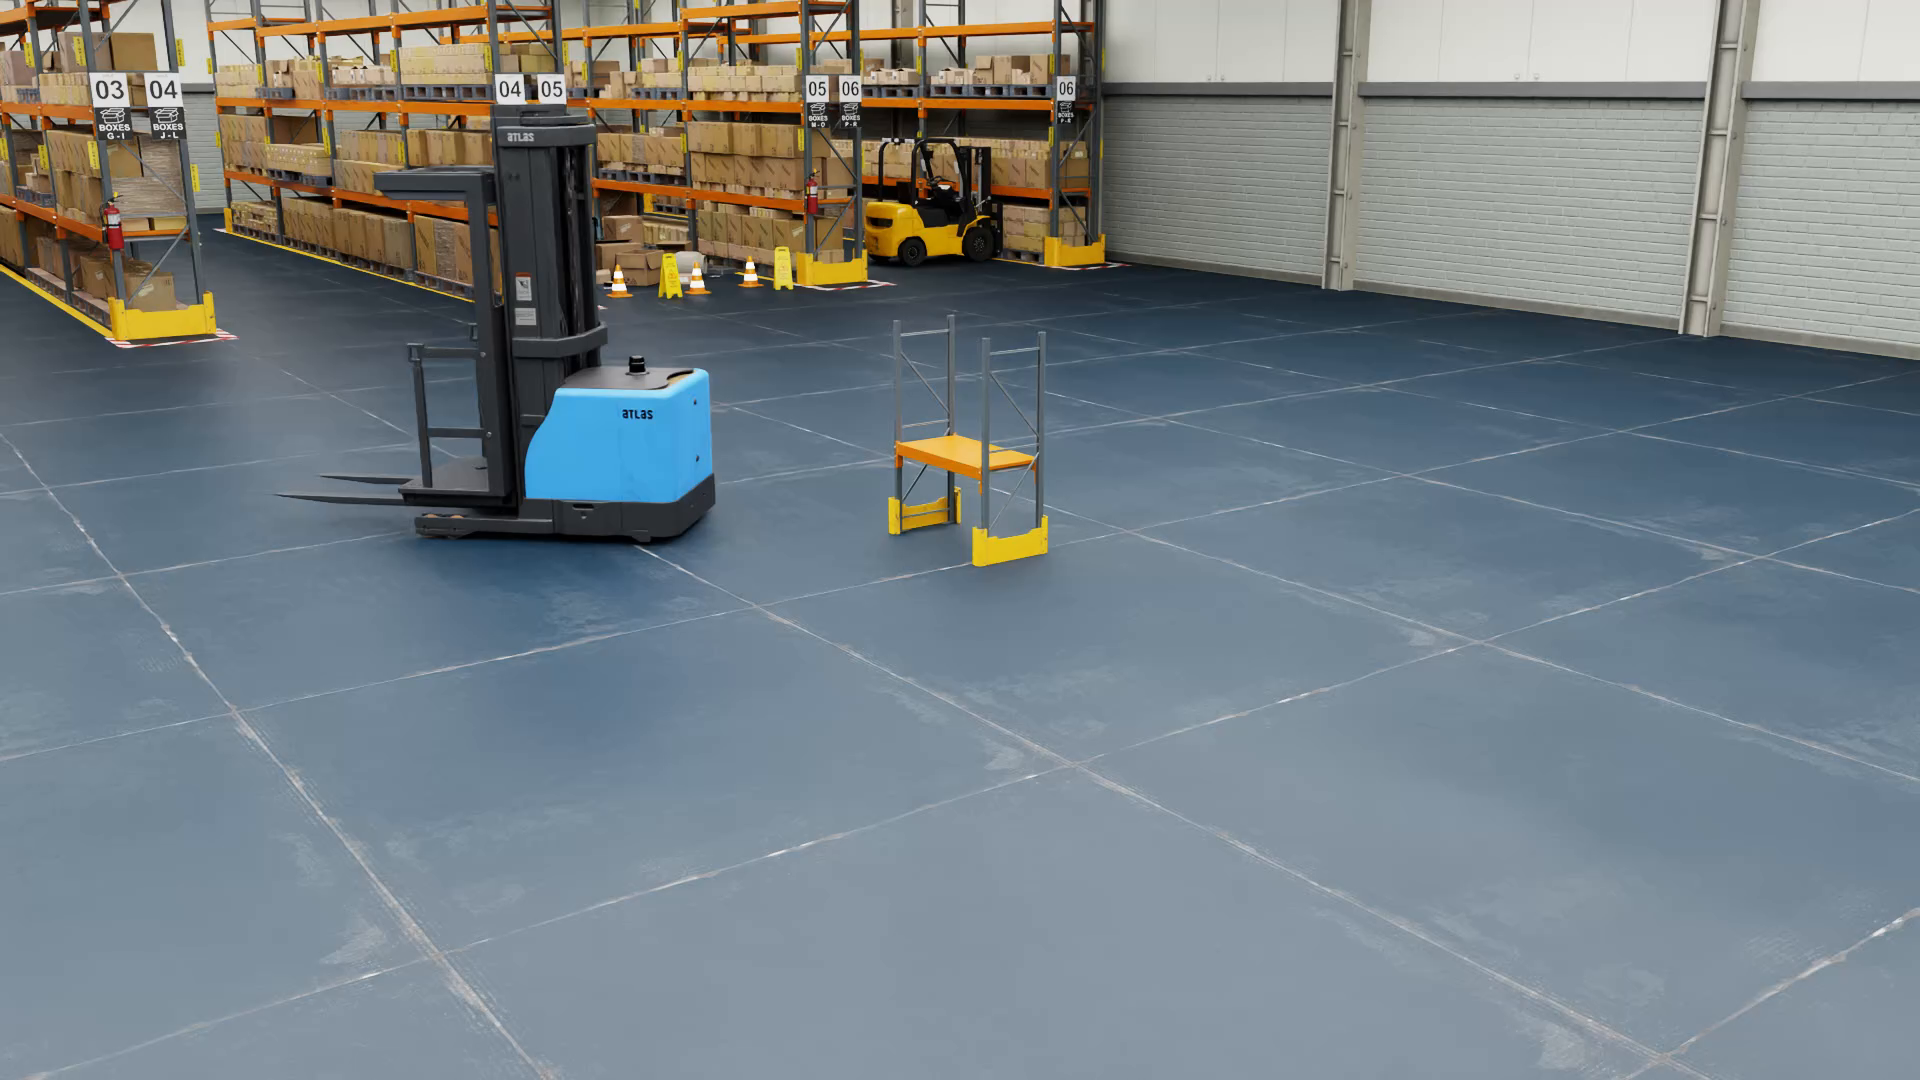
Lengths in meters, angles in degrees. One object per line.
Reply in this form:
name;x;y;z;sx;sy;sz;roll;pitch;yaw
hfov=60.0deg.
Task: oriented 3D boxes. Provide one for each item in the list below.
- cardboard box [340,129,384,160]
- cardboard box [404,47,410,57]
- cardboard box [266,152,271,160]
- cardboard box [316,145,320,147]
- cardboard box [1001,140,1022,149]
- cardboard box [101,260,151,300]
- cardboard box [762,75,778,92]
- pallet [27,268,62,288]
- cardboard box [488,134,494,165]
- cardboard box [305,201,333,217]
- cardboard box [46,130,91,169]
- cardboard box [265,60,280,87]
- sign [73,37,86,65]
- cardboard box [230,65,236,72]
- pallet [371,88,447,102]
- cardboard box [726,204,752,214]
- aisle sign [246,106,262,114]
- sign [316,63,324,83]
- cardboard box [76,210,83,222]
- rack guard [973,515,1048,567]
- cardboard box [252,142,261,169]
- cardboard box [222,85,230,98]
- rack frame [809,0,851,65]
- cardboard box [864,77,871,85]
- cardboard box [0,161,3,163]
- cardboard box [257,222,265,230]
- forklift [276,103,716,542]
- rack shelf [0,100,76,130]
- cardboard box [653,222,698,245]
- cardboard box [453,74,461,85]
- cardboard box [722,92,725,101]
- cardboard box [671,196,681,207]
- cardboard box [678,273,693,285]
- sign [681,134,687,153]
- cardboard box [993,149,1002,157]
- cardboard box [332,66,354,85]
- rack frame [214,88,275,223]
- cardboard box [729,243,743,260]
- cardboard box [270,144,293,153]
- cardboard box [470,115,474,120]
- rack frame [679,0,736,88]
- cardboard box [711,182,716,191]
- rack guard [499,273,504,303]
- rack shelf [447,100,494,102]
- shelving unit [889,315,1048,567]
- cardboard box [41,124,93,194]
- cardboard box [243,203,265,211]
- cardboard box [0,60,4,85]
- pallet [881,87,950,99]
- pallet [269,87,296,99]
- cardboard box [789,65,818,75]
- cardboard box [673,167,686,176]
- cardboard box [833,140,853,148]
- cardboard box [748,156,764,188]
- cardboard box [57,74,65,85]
cardboard box;-10.390;-6.915;29.074;0.700;0.500;0.500;-11;19;-35
cardboard box;-8.204;-7.403;25.242;0.380;0.149;0.250;-11;19;-35
cardboard box;-13.138;-7.405;32.066;0.380;0.149;0.250;-11;18;-34
cardboard box;-11.999;-7.427;31.582;0.380;0.149;0.250;-12;19;-36
cardboard box;0.959;-7.085;29.800;0.380;0.149;0.250;-10;18;-33
cardboard box;-11.391;-3.543;22.778;0.500;0.500;0.500;-13;20;-39
cardboard box;-2.800;-7.258;26.452;0.500;0.250;0.500;-11;19;-35
pallet;-14.259;-4.221;26.599;1.003;0.211;1.213;-11;19;-35
cardboard box;-6.129;-5.452;23.483;0.875;0.550;0.550;-11;19;-35
cardboard box;-11.852;-6.163;30.929;0.500;0.250;0.500;-10;18;-33
cardboard box;-12.307;-5.417;23.041;0.500;0.500;0.500;-11;19;-35
cardboard box;-12.864;-8.935;31.873;0.700;0.500;0.500;-11;19;-34
sign;-10.474;-5.817;19.788;0.100;0.325;0.005;-11;19;-35
cardboard box;-14.650;-9.605;33.887;0.380;0.149;0.250;-10;18;-33
pallet;-8.873;-7.170;26.771;0.805;0.209;1.217;-12;19;-37
cardboard box;-3.732;-5.598;28.110;0.380;0.149;0.250;-10;18;-31
aisle sign;-15.150;-9.506;35.701;0.394;0.787;0.004;-11;19;-35
sign;-11.086;-8.094;28.805;0.100;0.325;0.005;-11;19;-35
cardboard box;-11.590;-4.347;22.253;0.380;0.149;0.250;-11;19;-35
rack guard;0.338;0.002;11.095;0.587;0.250;0.087;-11;19;-35
cardboard box;-13.815;-7.698;33.266;0.500;0.500;0.500;-11;19;-36
cardboard box;-14.986;-9.316;34.532;0.500;0.250;0.500;-10;18;-33
rack frame;-2.689;-10.936;34.487;1.000;3.000;0.127;-11;19;-35
cardboard box;-1.682;-9.117;33.014;0.380;0.149;0.250;-11;19;-35
cardboard box;-16.103;-6.175;28.266;0.500;0.500;0.500;-10;18;-33
cardboard box;-14.113;-6.415;33.937;0.380;0.149;0.250;-11;19;-35
forklift;-3.364;-1.554;11.702;3.031;2.935;1.130;2;15;8
rack shelf;-13.542;-6.406;24.980;1.077;0.370;4.000;-11;19;-35
cardboard box;-5.085;-5.617;30.599;0.950;0.372;0.625;-10;18;-31
cardboard box;-7.011;-6.585;23.764;0.380;0.149;0.250;-11;19;-35
cardboard box;-3.758;-7.419;27.796;0.380;0.149;0.250;-12;19;-36
cardboard box;-6.638;-8.414;40.575;0.700;0.500;0.500;-10;18;-32
cardboard box;-4.402;-4.154;26.473;0.380;0.149;0.250;-2;15;-6
sign;-4.796;-6.889;28.870;0.100;0.325;0.005;-11;19;-35
cardboard box;0.811;-6.996;30.037;0.380;0.149;0.250;-11;19;-34
cardboard box;-10.398;-7.947;28.433;0.500;0.311;0.500;-11;19;-34
rack frame;-15.350;-8.190;35.817;1.000;3.000;0.127;-11;19;-35
cardboard box;-3.584;-4.901;28.212;0.500;0.250;0.500;-11;19;-35
cardboard box;-12.969;-7.490;31.813;0.380;0.149;0.250;-10;18;-33
cardboard box;-10.670;-9.425;37.017;0.380;0.149;0.250;-11;19;-34
rack frame;-4.350;-9.311;28.549;1.000;3.000;0.127;-11;19;-35
cardboard box;-4.052;-6.081;28.588;0.380;0.149;0.250;-11;19;-35
rack guard;-5.928;-3.562;23.645;1.175;0.500;0.348;-11;19;-35
rack shelf;-10.229;-9.652;36.841;1.077;0.370;4.000;-11;19;-35
shelving unit;0.045;-0.707;11.319;0.587;1.500;1.083;-11;19;-35
cardboard box;-12.719;-5.562;24.285;1.000;1.000;1.000;-11;19;-34
cardboard box;-14.800;-6.986;34.895;0.380;0.149;0.250;-12;19;-37
cardboard box;-14.649;-7.329;25.853;0.500;0.500;0.500;-11;19;-34
pallet;-0.866;-8.729;32.468;0.805;0.209;1.217;-12;19;-37
pallet;-12.109;-8.322;30.975;1.213;0.211;1.003;-11;19;-35
cardboard box;-2.435;-7.300;25.848;0.380;0.149;0.250;-11;19;-34
cardboard box;-4.875;-6.566;29.563;0.380;0.149;0.250;-11;19;-34
cardboard box;-2.410;-8.182;34.371;0.380;0.149;0.250;-10;18;-33
cardboard box;-3.122;-6.043;27.220;0.500;0.500;0.500;-11;19;-35
cardboard box;-11.627;-6.056;21.867;0.380;0.149;0.250;-11;19;-36
